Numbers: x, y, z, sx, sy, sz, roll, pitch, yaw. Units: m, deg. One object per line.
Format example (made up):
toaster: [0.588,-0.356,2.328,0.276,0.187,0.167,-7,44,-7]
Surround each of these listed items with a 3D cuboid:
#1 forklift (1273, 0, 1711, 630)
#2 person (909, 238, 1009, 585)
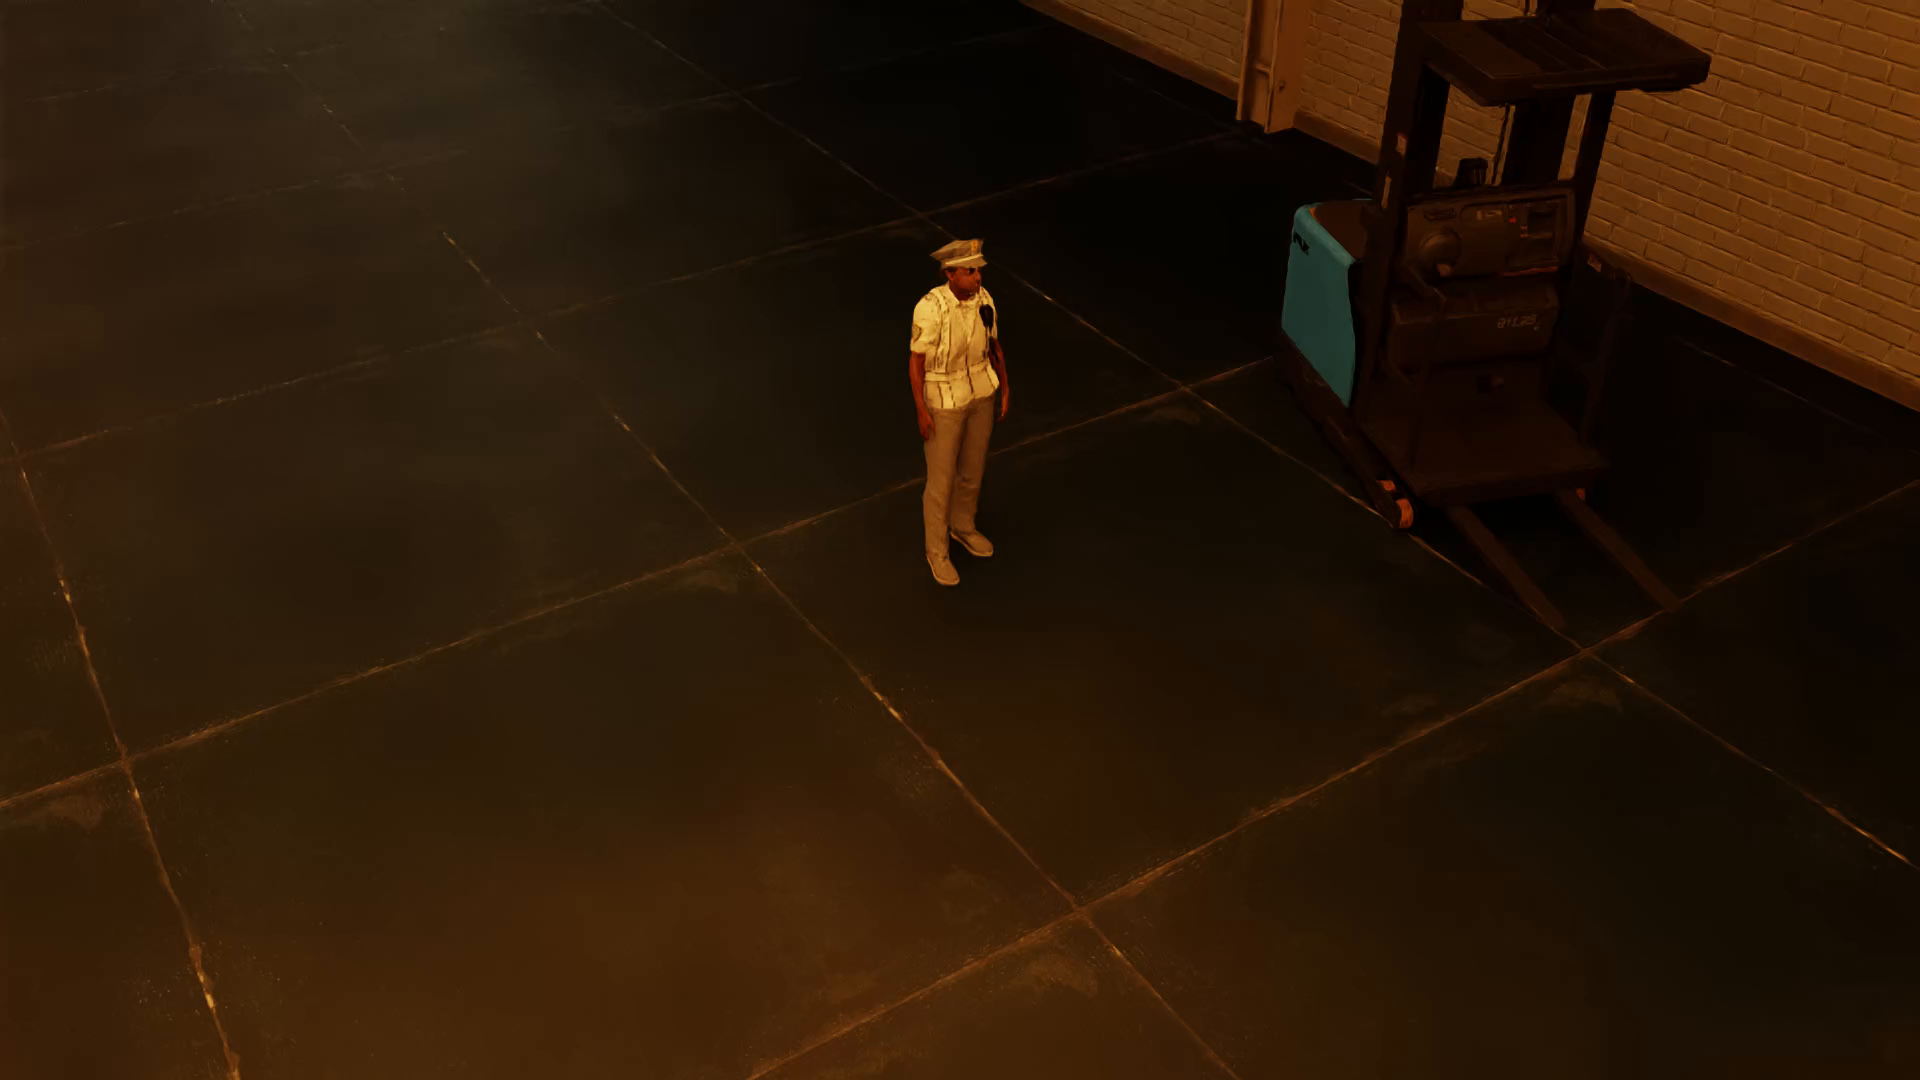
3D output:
forklift: [2.741,-1.493,8.273,1.130,2.935,3.031,-8,36,-11]
person: [0.024,-0.657,8.145,0.570,1.695,0.529,-21,40,-27]
